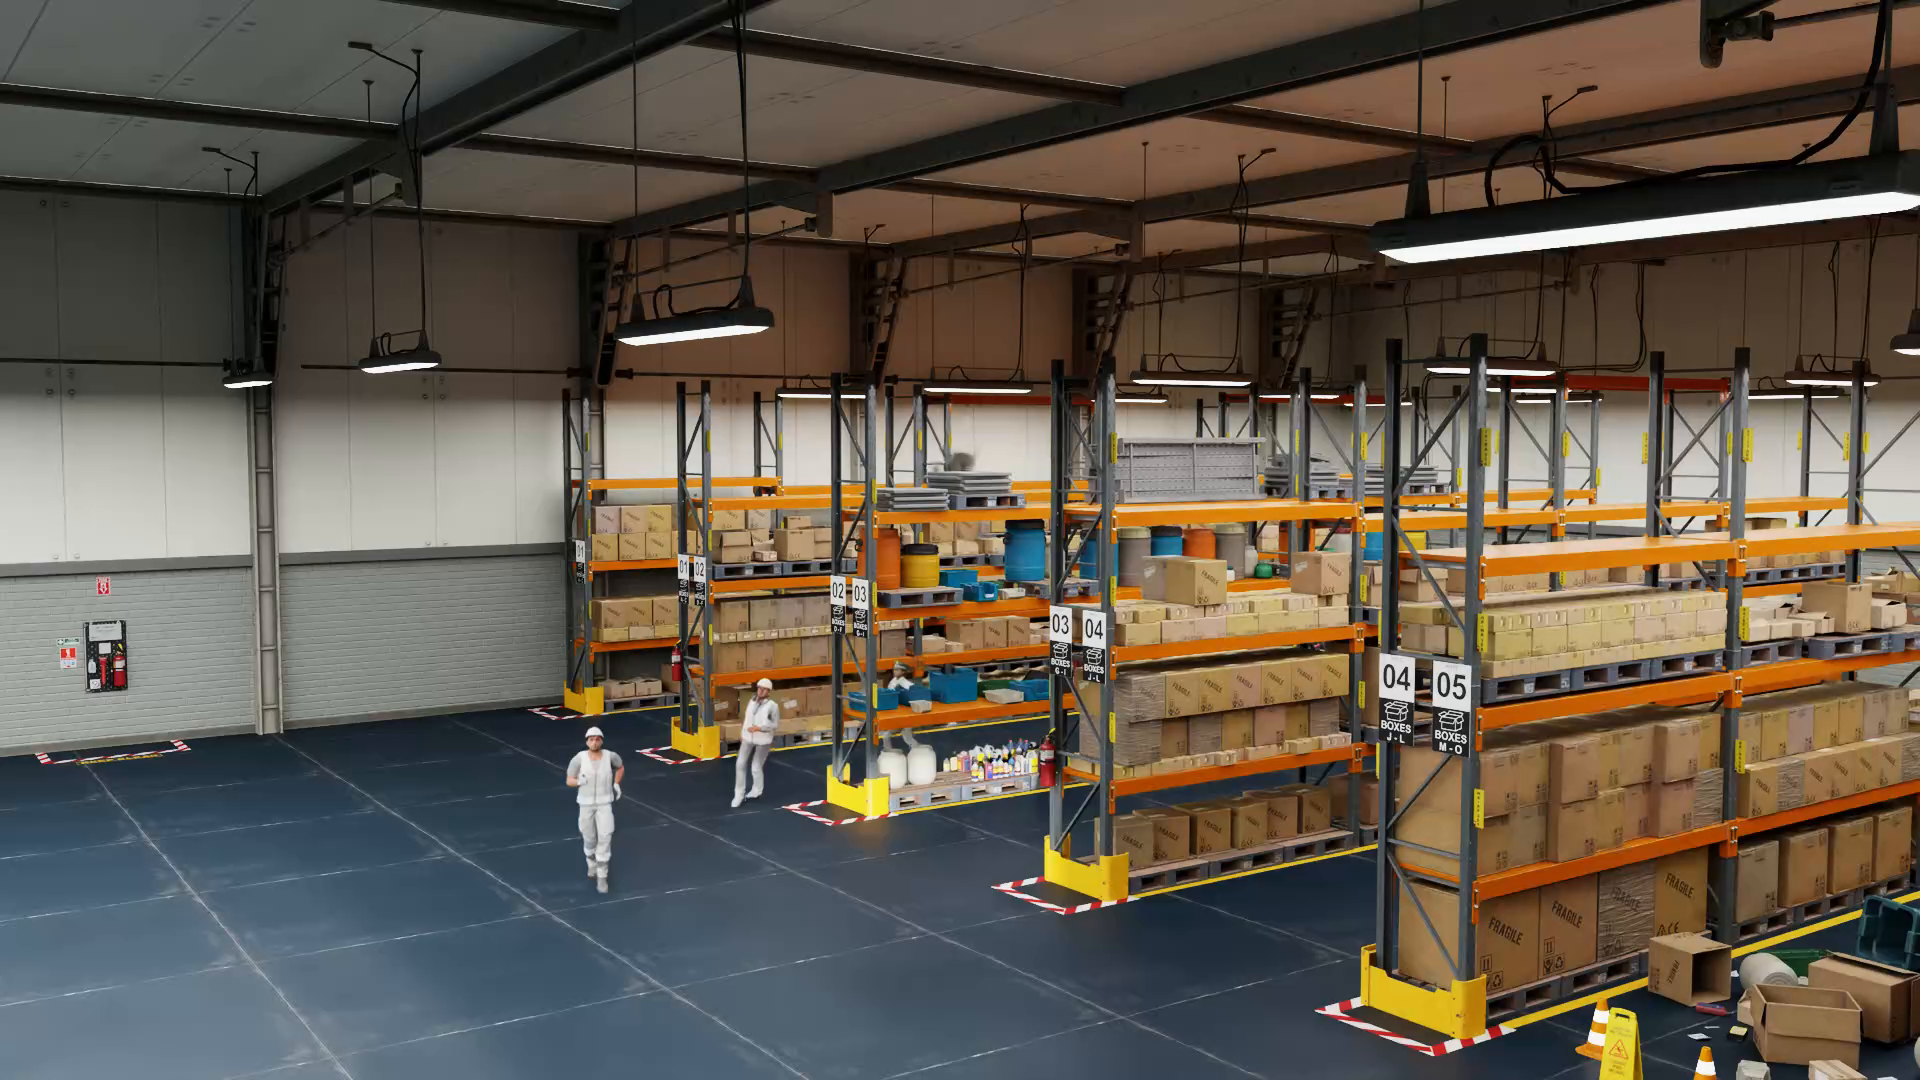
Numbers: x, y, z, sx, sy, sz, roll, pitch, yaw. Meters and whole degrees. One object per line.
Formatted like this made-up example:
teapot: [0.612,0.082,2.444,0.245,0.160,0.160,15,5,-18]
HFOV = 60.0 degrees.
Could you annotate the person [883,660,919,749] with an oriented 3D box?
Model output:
person: [-0.913,2.680,25.301,0.593,1.727,0.854,3,5,43]

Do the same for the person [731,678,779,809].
person: [-2.803,2.799,23.104,0.644,1.758,0.756,1,4,16]

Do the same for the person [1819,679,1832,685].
person: [12.893,2.825,24.707,0.664,1.563,0.563,-3,4,-35]

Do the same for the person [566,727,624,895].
person: [-4.151,3.041,18.942,0.637,1.837,0.758,-1,4,-11]
